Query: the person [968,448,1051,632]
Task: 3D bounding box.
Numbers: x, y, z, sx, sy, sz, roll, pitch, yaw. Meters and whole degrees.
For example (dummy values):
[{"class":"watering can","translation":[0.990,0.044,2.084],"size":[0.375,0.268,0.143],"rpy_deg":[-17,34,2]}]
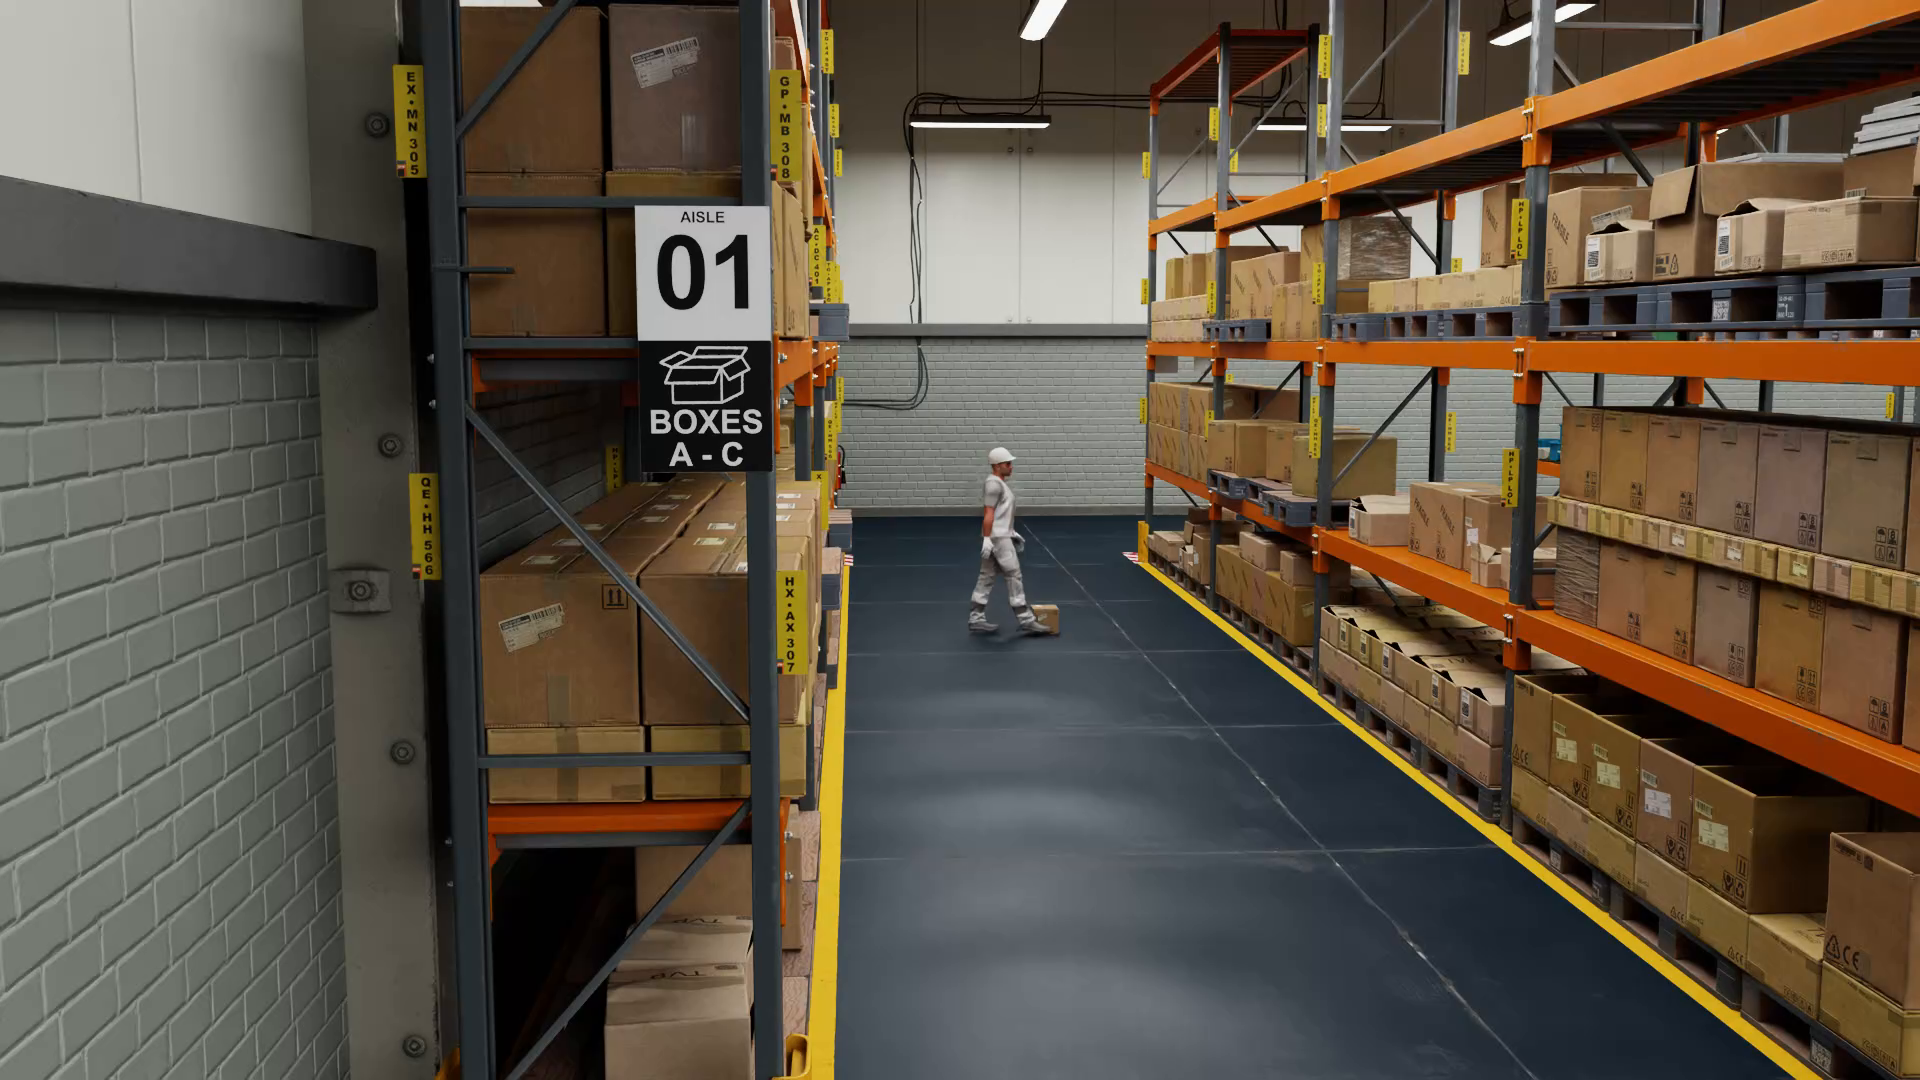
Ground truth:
[{"class":"person","translation":[0.479,-0.007,16.015],"size":[0.801,1.764,0.588],"rpy_deg":[0,7,1]}]
